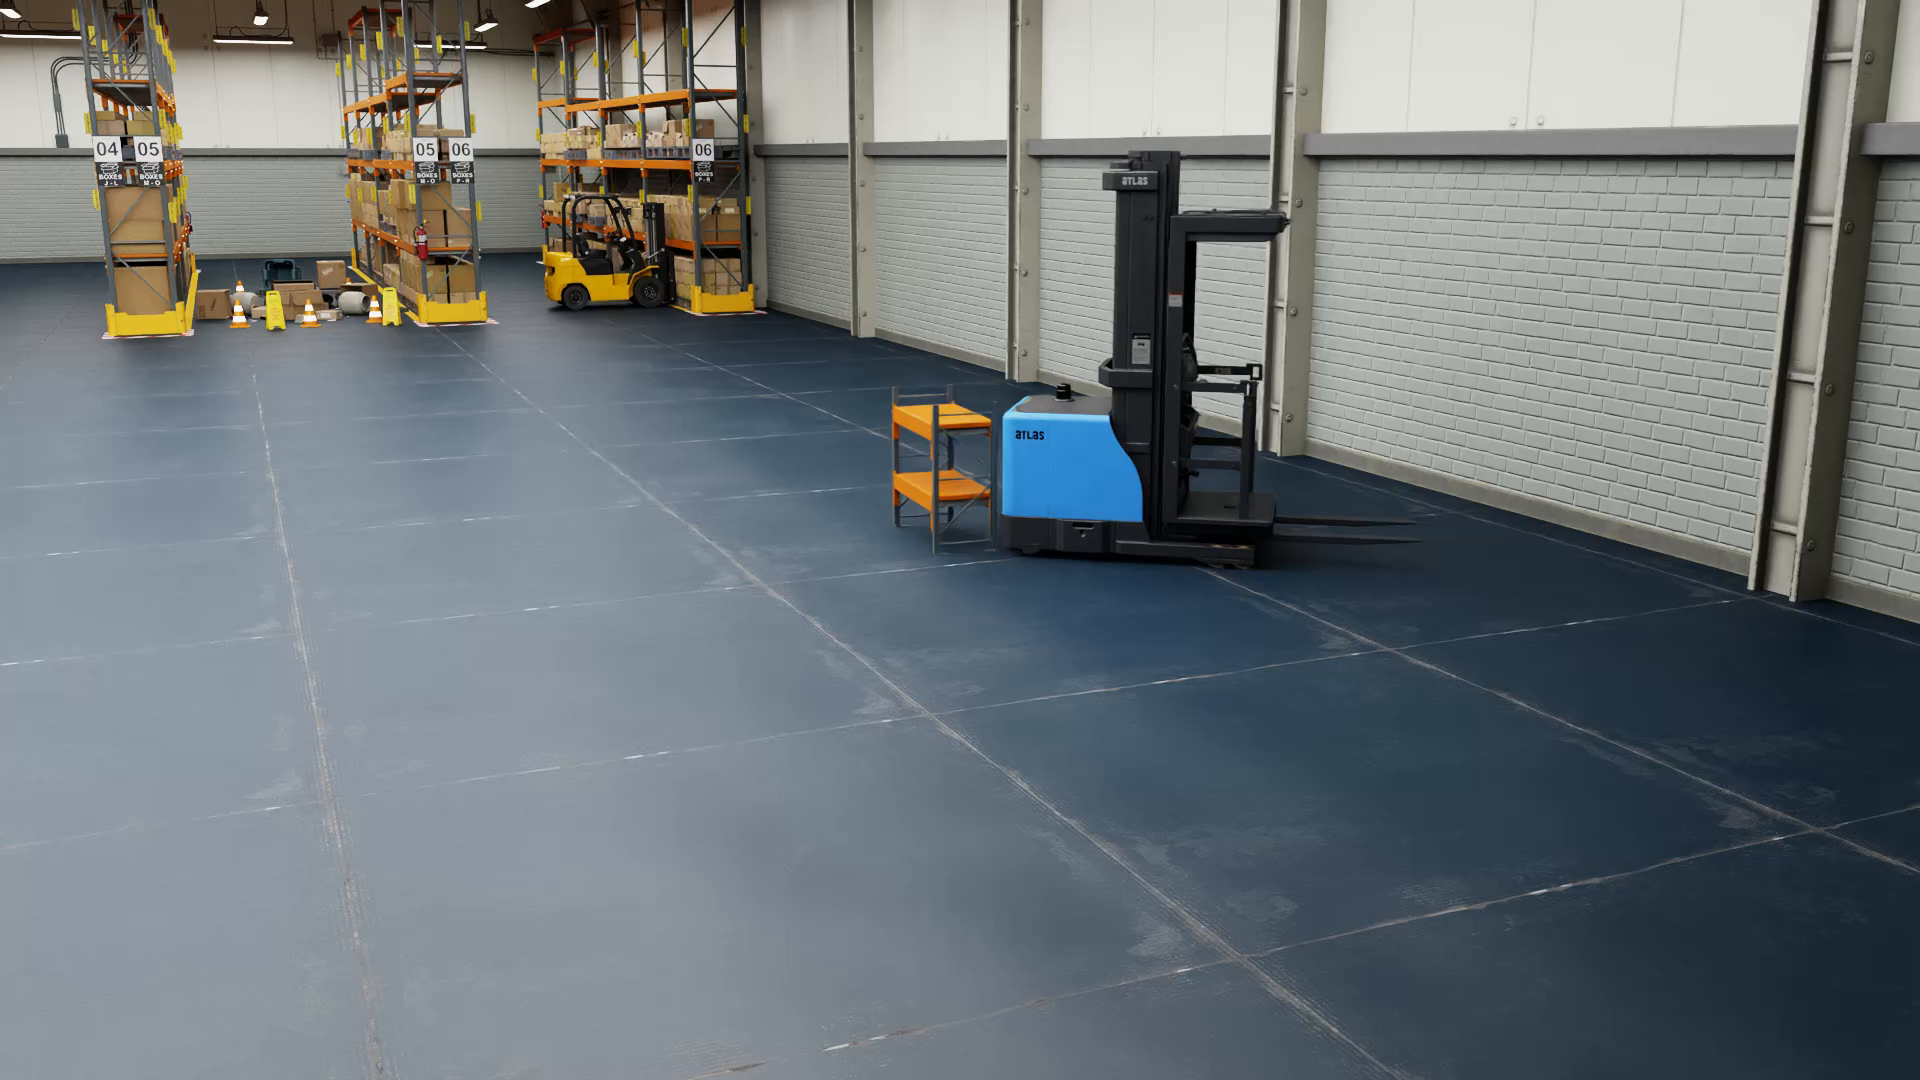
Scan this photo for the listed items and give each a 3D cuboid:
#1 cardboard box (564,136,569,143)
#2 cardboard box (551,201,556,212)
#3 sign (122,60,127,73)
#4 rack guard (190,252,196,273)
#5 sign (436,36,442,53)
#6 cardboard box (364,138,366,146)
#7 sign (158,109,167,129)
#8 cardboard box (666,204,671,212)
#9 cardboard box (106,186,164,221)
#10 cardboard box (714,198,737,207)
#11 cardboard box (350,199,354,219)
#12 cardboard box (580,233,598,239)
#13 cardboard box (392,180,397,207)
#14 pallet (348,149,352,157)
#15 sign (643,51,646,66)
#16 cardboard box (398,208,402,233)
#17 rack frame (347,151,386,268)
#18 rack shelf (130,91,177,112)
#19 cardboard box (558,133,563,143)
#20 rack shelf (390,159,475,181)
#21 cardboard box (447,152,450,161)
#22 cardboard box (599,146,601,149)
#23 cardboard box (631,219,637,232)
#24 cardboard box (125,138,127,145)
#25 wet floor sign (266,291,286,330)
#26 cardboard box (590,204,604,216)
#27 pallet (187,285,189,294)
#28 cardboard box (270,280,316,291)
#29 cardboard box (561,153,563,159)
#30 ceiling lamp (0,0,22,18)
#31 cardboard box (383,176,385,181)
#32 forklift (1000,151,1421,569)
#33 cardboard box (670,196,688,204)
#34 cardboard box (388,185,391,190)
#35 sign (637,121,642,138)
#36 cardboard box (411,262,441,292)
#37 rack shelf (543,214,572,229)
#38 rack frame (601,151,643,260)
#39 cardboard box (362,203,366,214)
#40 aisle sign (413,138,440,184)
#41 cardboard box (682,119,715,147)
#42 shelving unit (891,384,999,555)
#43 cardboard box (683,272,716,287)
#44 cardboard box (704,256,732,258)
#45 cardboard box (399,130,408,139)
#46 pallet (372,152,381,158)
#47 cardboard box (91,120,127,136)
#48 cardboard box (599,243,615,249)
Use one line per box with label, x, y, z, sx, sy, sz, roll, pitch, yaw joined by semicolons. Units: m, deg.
cardboard box;-9.619;-9.950;41.302;0.380;0.149;0.250;-5;14;-21
cardboard box;-10.596;-8.886;44.285;0.500;0.250;0.500;-6;14;-24
sign;-20.478;-11.591;40.748;0.100;0.325;0.005;-6;14;-23
rack guard;-19.951;-6.990;41.964;1.175;0.500;0.348;-6;14;-23
sign;-10.174;-9.674;32.465;0.100;0.325;0.005;-6;14;-23
cardboard box;-13.154;-8.892;37.353;0.396;0.266;0.258;-6;14;-24
sign;-13.061;-6.893;27.233;0.100;0.325;0.005;-6;14;-23
cardboard box;-5.645;-6.616;33.141;0.380;0.149;0.250;-6;14;-24
cardboard box;-13.685;-5.598;27.675;0.875;0.550;0.550;-6;14;-23
cardboard box;-4.469;-6.434;31.695;0.380;0.149;0.250;-6;14;-24
cardboard box;-15.557;-8.615;43.221;0.500;0.500;0.500;-6;14;-23
cardboard box;-9.289;-7.615;41.633;0.380;0.149;0.250;-6;14;-26
cardboard box;-10.340;-6.569;31.502;0.700;0.500;0.500;-6;14;-24
pallet;-15.179;-9.958;42.786;1.003;0.211;1.213;-6;14;-23
sign;-7.228;-10.994;37.992;0.100;0.325;0.005;-6;14;-23
cardboard box;-10.536;-6.189;32.075;0.500;0.500;0.500;-6;14;-23
rack frame;-15.486;-8.692;43.772;1.000;3.000;0.127;-6;14;-23
rack shelf;-19.180;-10.381;39.370;1.077;0.370;4.000;-6;14;-23
cardboard box;-9.971;-10.278;42.537;0.500;0.250;0.500;-6;14;-24
rack shelf;-9.878;-6.910;31.018;1.077;0.370;4.000;-6;14;-23
cardboard box;-8.912;-6.823;29.603;0.380;0.149;0.250;-6;14;-23
cardboard box;-8.183;-9.177;38.667;0.380;0.149;0.250;-6;14;-24
cardboard box;-6.780;-6.772;35.812;0.500;0.250;0.500;-6;14;-23
cardboard box;-15.136;-7.126;29.758;0.380;0.149;0.250;-6;14;-23
wet floor sign;-11.746;-3.944;28.480;0.267;0.644;0.232;-9;16;-33
cardboard box;-8.454;-7.808;39.356;0.500;0.250;0.500;-6;14;-26
pallet;-17.088;-5.374;35.622;1.003;0.211;1.213;-6;14;-23
cardboard box;-12.482;-4.563;31.167;0.797;0.637;0.503;-6;14;-23
cardboard box;-10.041;-9.859;42.722;0.380;0.149;0.250;-6;14;-23
ceiling lamp;-20.104;-12.813;35.330;0.800;3.185;2.000;-6;14;-23
cardboard box;-13.890;-8.857;40.610;0.380;0.149;0.250;-5;14;-22
forklift;1.872;-1.347;12.191;3.031;2.935;1.130;3;13;12
cardboard box;-5.572;-6.770;33.148;0.380;0.149;0.250;-6;14;-23
cardboard box;-11.490;-7.198;34.065;0.380;0.149;0.250;-6;14;-25
sign;-6.626;-8.477;34.348;0.100;0.325;0.005;-6;14;-23
cardboard box;-9.849;-4.866;30.746;0.500;0.500;0.500;-5;14;-21
rack shelf;-10.138;-8.377;44.009;1.077;0.370;4.000;-6;14;-23
rack frame;-7.735;-7.488;38.571;1.000;3.000;0.127;-6;14;-23
cardboard box;-13.966;-7.920;39.659;0.500;0.250;0.500;-6;14;-25
aisle sign;-9.318;-6.614;29.028;0.394;0.787;0.004;-6;14;-23
cardboard box;-4.931;-7.668;31.322;0.500;0.500;0.500;-5;14;-21
shelving unit;-0.128;-0.563;12.808;0.538;1.125;1.048;-4;14;-18
cardboard box;-5.012;-5.016;31.949;0.500;0.250;0.500;-6;14;-24
cardboard box;-4.753;-5.407;32.528;0.500;0.250;0.500;-6;14;-23
cardboard box;-10.128;-7.471;30.632;0.380;0.149;0.250;-5;14;-22
pallet;-13.039;-8.767;37.865;1.003;0.211;1.213;-5;14;-20
cardboard box;-14.024;-6.781;27.382;0.500;0.250;0.500;-5;14;-22
cardboard box;-8.367;-6.982;39.559;0.380;0.149;0.250;-6;14;-25
